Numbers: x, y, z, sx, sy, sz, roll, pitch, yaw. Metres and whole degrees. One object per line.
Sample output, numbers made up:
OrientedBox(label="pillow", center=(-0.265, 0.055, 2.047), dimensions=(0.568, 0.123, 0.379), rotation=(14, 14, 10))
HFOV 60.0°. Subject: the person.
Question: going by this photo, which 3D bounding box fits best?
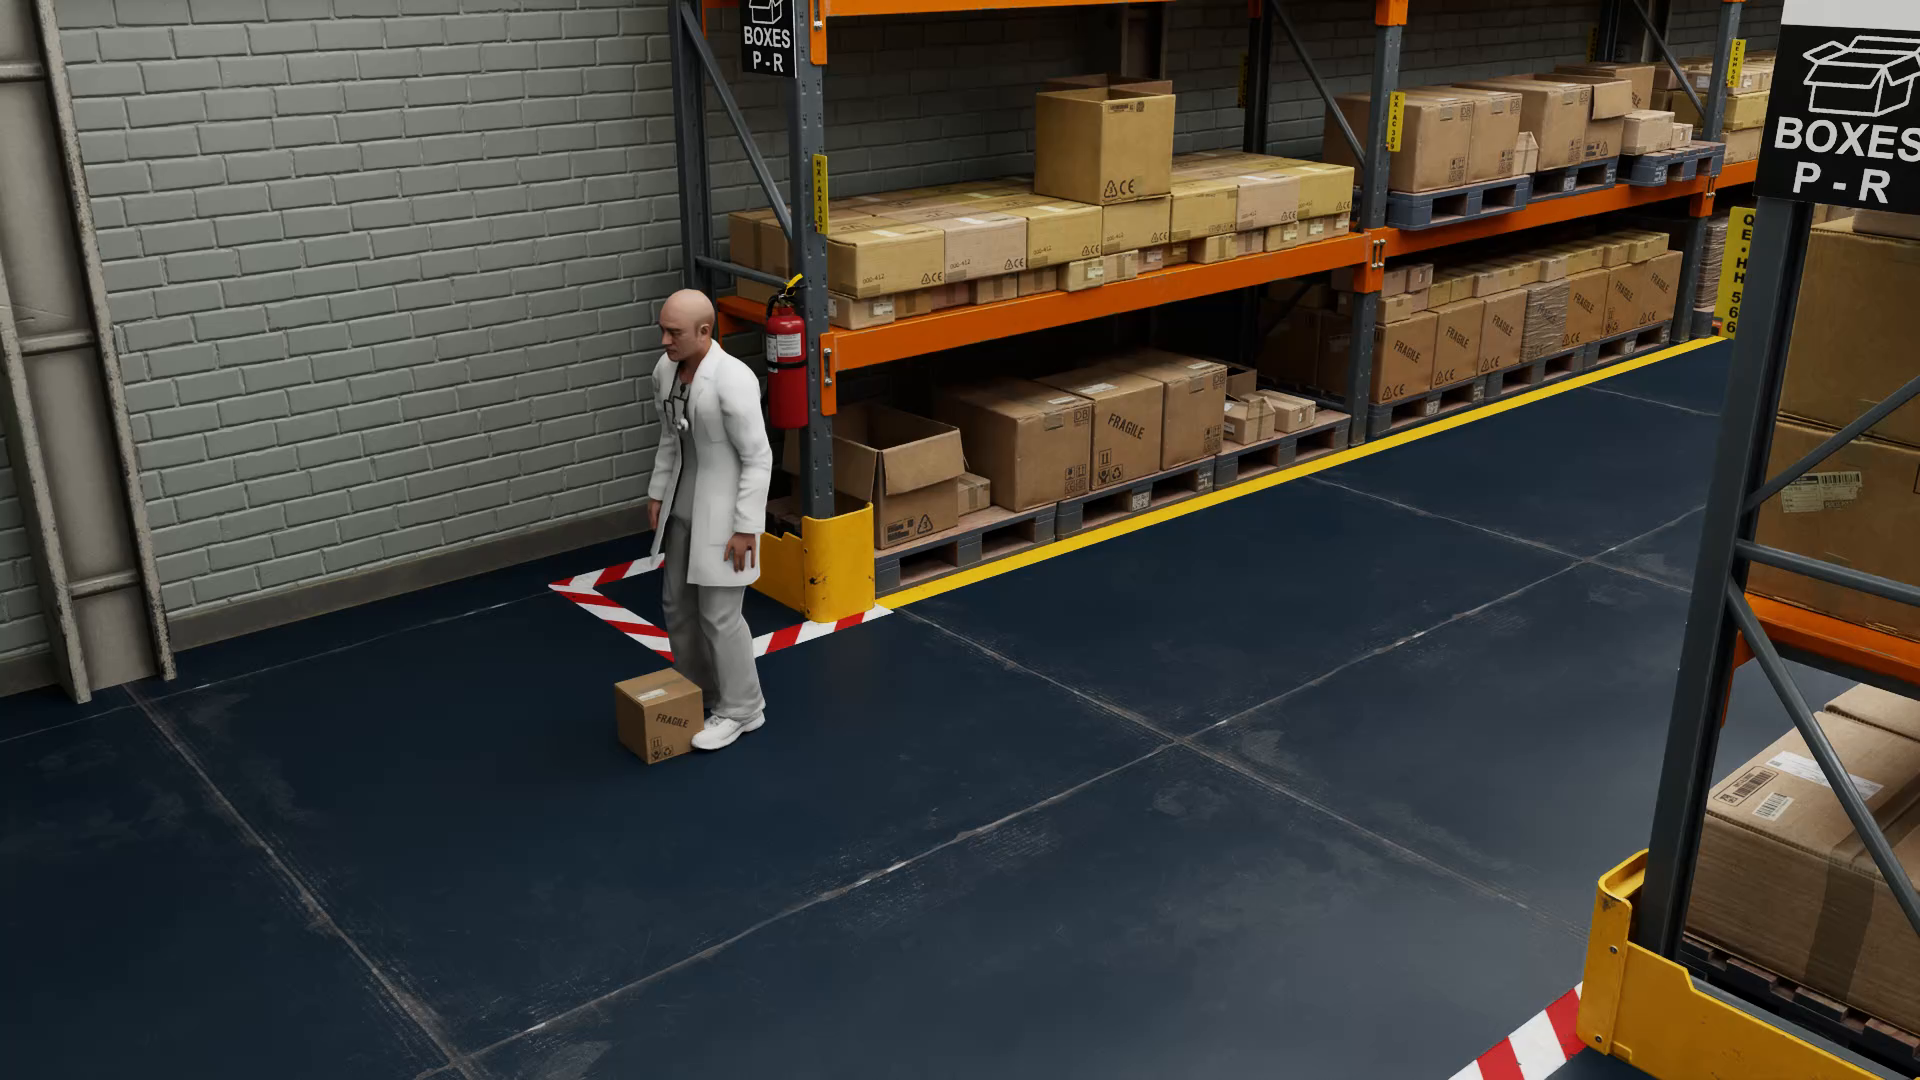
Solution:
OrientedBox(label="person", center=(-0.968, -0.088, 6.337), dimensions=(0.429, 1.772, 0.648), rotation=(-19, 28, -41))
